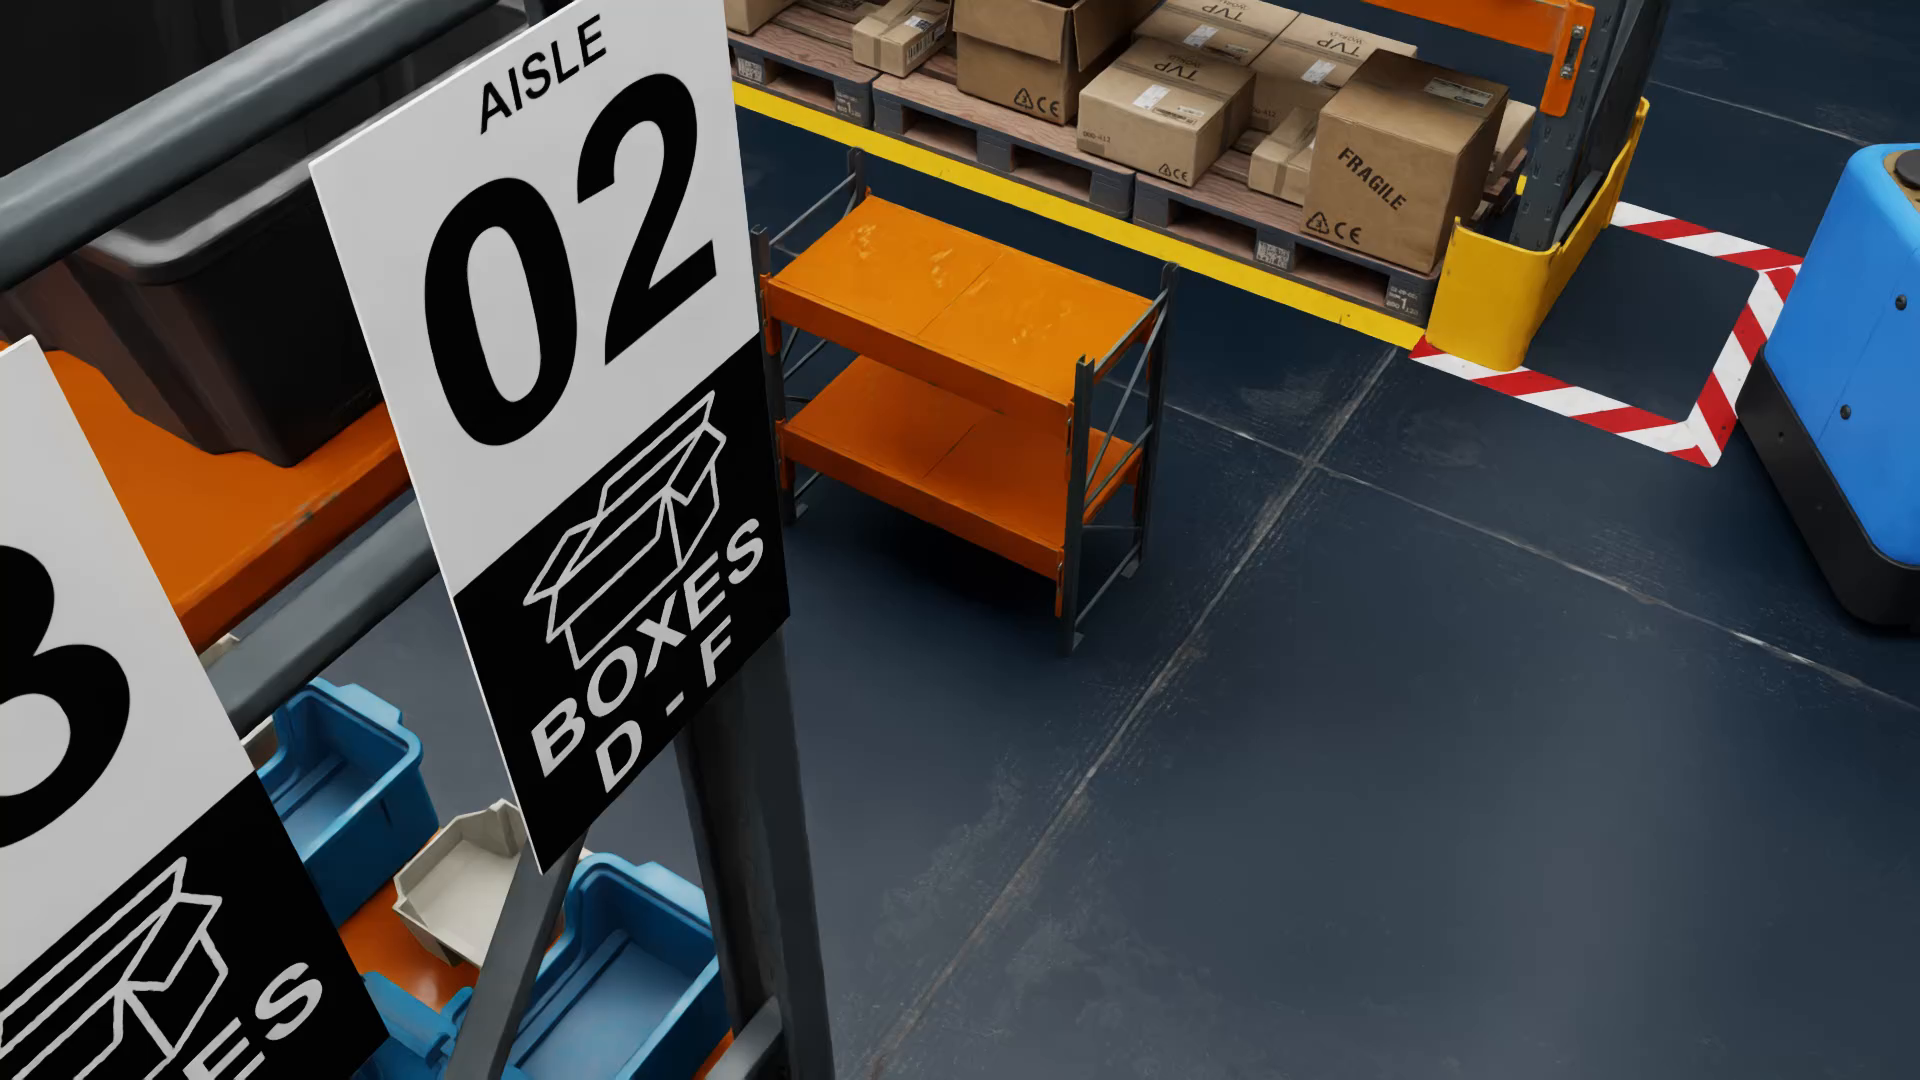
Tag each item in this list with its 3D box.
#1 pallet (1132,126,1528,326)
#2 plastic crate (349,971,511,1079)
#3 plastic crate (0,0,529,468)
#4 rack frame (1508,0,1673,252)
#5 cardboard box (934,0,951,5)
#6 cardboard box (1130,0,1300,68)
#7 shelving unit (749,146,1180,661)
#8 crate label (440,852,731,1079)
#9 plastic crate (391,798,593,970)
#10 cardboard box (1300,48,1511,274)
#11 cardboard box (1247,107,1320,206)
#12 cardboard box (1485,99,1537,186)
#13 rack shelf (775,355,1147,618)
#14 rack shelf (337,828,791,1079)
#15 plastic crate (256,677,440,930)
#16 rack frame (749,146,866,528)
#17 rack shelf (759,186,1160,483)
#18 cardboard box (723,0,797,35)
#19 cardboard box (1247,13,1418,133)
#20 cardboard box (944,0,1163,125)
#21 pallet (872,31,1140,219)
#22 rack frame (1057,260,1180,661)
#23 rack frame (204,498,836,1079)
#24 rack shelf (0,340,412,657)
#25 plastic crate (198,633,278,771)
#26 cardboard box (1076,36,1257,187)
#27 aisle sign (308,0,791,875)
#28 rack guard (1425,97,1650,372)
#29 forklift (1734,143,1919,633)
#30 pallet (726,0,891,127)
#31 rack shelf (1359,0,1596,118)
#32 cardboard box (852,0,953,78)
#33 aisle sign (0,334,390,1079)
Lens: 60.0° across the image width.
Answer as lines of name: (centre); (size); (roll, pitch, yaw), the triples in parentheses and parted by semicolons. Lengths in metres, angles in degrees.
pallet: (1.428, -1.371, 6.436); (1.213, 0.211, 1.003); (25, 51, 22)
plastic crate: (-0.896, 0.933, 2.185); (0.499, 0.435, 0.616); (25, 51, 22)
plastic crate: (-0.687, -0.334, 1.483); (0.590, 0.269, 0.497); (25, 51, 22)
rack frame: (2.164, -2.006, 5.108); (0.127, 3.000, 1.000); (25, 51, 22)
cardboard box: (0.061, -2.431, 7.089); (0.500, 0.311, 0.500); (25, 51, 22)
cardboard box: (1.017, -1.970, 6.683); (0.500, 0.250, 0.500); (25, 51, 22)
shelving unit: (0.006, -0.389, 4.844); (1.048, 1.125, 0.538); (25, 51, 22)
crate label: (-0.544, 0.726, 2.528); (0.303, 0.233, 0.416); (25, 51, 22)
plastic crate: (-0.769, 0.585, 2.732); (0.298, 0.136, 0.250); (25, 51, 22)
cardboard box: (1.573, -1.350, 5.906); (0.500, 0.500, 0.500); (25, 51, 22)
cardboard box: (1.281, -1.445, 6.231); (0.250, 0.166, 0.380); (25, 51, 22)
cardboard box: (1.997, -1.535, 6.331); (0.250, 0.149, 0.380); (25, 51, 22)
rack shelf: (0.006, -0.219, 5.019); (1.000, 0.278, 0.538); (25, 51, 22)
rack shelf: (-2.197, 0.459, 3.214); (4.000, 0.370, 1.077); (25, 51, 22)
plastic crate: (-1.098, 0.471, 2.775); (0.300, 0.233, 0.416); (25, 51, 22)
rack frame: (-0.422, -0.586, 5.035); (0.032, 1.125, 0.500); (25, 51, 22)
rack shelf: (0.006, -0.593, 4.634); (1.000, 0.278, 0.538); (25, 51, 22)
cardboard box: (-0.967, -2.478, 7.134); (0.500, 0.311, 0.500); (25, 51, 22)
cardboard box: (1.438, -1.776, 6.495); (0.500, 0.250, 0.500); (25, 51, 22)
cardboard box: (0.381, -2.114, 6.646); (0.637, 0.503, 0.797); (25, 51, 22)
pallet: (0.405, -1.844, 6.895); (1.213, 0.211, 1.003); (25, 51, 22)
rack frame: (0.434, -0.193, 4.653); (0.032, 1.125, 0.500); (25, 51, 22)
rack frame: (-0.514, 0.983, 2.203); (0.127, 3.000, 1.000); (25, 51, 22)
rack shelf: (-2.197, -0.586, 2.138); (4.000, 0.370, 1.077); (25, 51, 22)
plastic crate: (-1.340, 0.323, 2.987); (0.298, 0.136, 0.250); (25, 51, 22)
cardboard box: (0.790, -1.649, 6.371); (0.500, 0.250, 0.500); (25, 51, 22)
aisle sign: (-0.293, -0.074, 1.418); (0.004, 0.787, 0.394); (25, 51, 22)
rack guard: (2.100, -1.164, 6.033); (0.348, 0.500, 1.175); (25, 51, 22)
forklift: (4.125, -1.134, 4.308); (3.031, 2.935, 1.130); (-2, 46, -2)
pallet: (-0.626, -2.316, 7.354); (1.213, 0.211, 1.003); (25, 51, 22)
rack shelf: (0.480, -2.529, 6.118); (4.000, 0.370, 1.077); (25, 51, 22)
cardboard box: (-0.233, -2.098, 6.866); (0.250, 0.166, 0.380); (25, 51, 22)
aisle sign: (-0.611, 0.282, 1.072); (0.004, 0.787, 0.394); (25, 51, 22)
